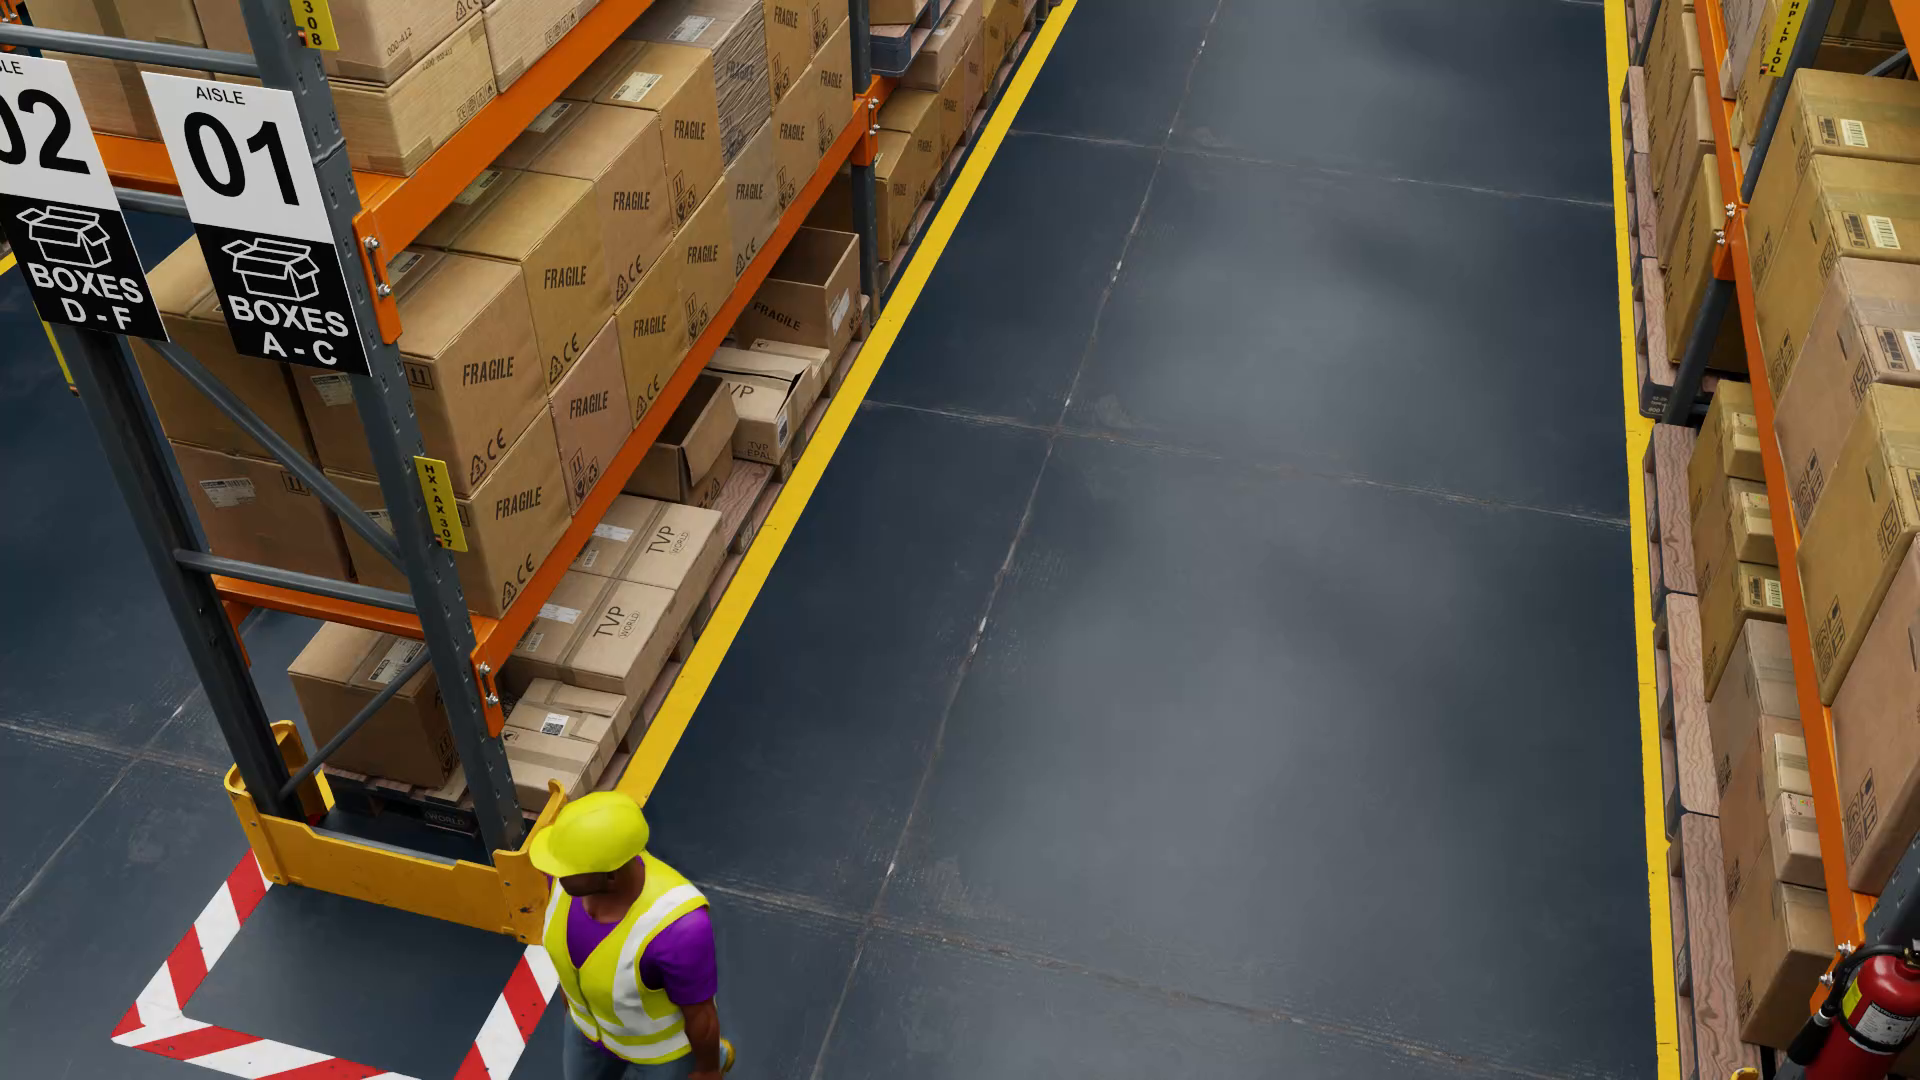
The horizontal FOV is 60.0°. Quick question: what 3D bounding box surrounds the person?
[{"bbox_3d":[-0.874,1.304,4.606,0.617,1.754,0.655,23,46,25],"label":"person"}]
